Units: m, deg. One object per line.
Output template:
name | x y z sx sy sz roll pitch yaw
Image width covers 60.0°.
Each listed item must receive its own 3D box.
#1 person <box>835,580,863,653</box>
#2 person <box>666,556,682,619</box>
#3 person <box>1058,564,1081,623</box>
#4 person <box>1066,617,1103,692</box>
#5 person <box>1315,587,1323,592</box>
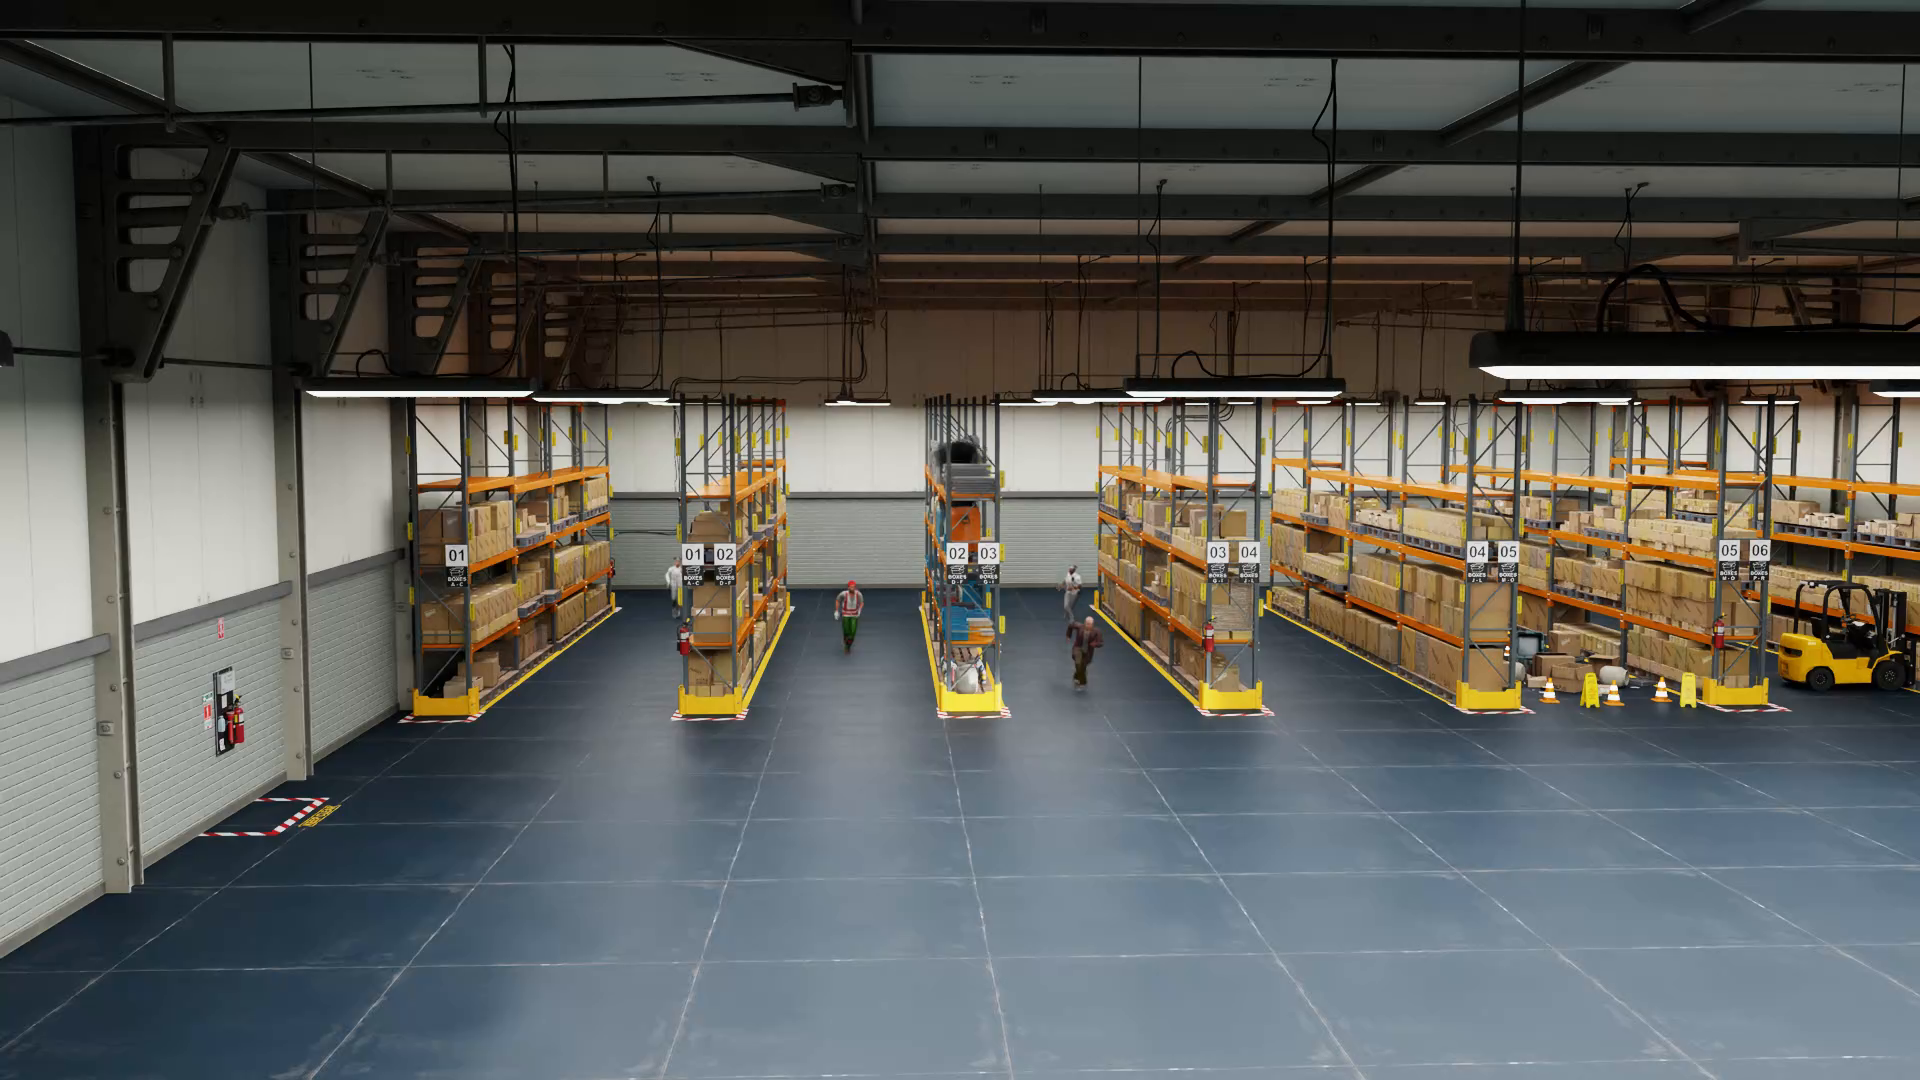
person | -2.601 1.784 39.087 0.663 1.715 0.702 -2 5 -21
person | -7.720 1.305 45.354 0.586 1.705 0.695 -1 5 -10
person | 2.974 1.428 44.578 0.701 1.628 0.597 2 5 26
person | 2.528 2.293 33.881 0.700 1.574 1.234 0 5 -5
person | 10.642 1.044 48.531 0.732 1.774 0.710 -3 6 -37
